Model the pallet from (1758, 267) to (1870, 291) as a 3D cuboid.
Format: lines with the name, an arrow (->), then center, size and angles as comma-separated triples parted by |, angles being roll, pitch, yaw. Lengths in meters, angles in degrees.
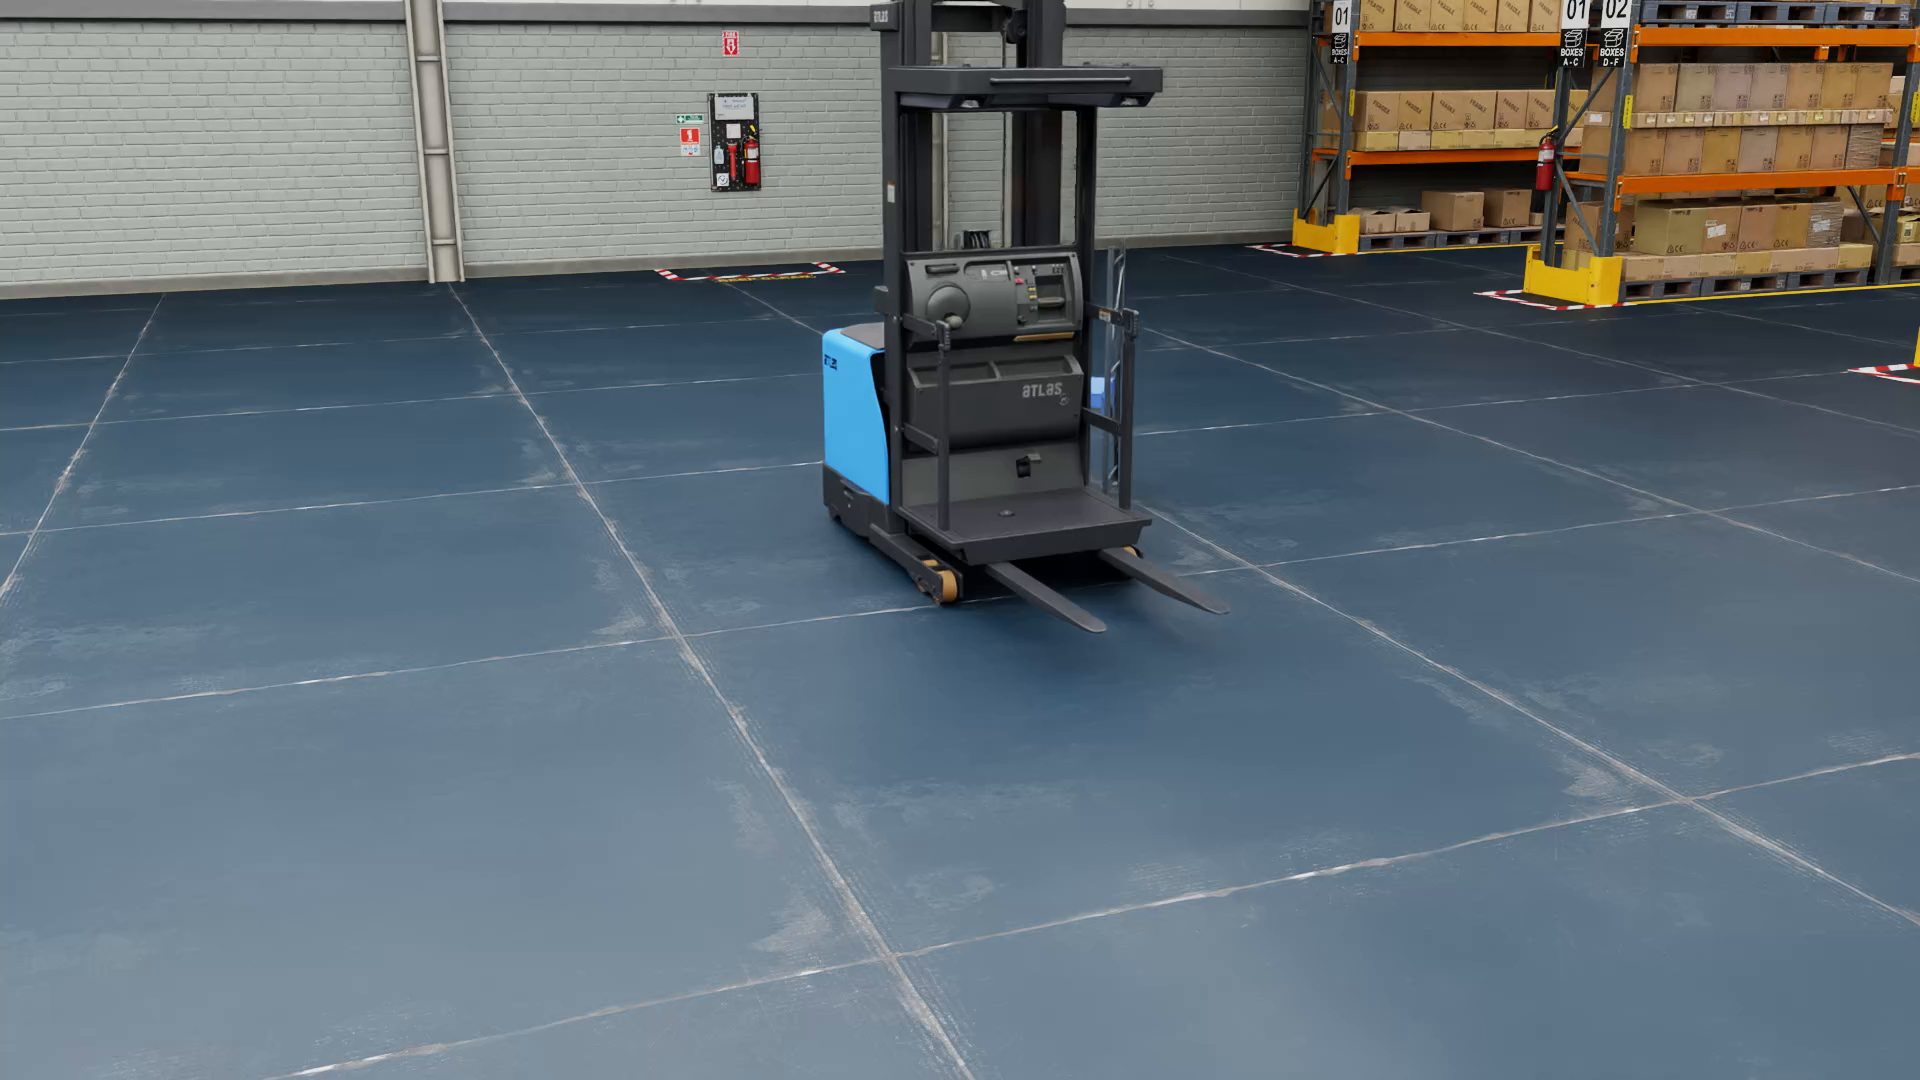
pallet -> 9.621, -3.073, 19.188 | 1.213, 0.211, 1.003 | -6, 17, -20

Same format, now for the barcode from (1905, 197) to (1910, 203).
barcode -> 10.766, -3.869, 18.900 | 0.075, 0.075, 0.001 | -6, 17, -20

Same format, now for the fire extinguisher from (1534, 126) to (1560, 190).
fire extinguisher -> 6.367, -4.150, 18.044 | 0.183, 0.674, 0.296 | -6, 17, -20

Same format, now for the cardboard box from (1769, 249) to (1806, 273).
cardboard box -> 9.091, -3.156, 18.656 | 0.500, 0.250, 0.500 | -6, 17, -20

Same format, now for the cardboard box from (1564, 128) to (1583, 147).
cardboard box -> 8.268, -5.593, 23.052 | 0.500, 0.250, 0.500 | -6, 17, -20

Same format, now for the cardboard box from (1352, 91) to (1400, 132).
cardboard box -> 5.420, -5.646, 21.901 | 0.500, 0.500, 0.500 | -6, 17, -20

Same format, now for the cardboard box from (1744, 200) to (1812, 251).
cardboard box -> 9.087, -3.519, 18.562 | 0.500, 0.500, 0.500 | -6, 17, -20

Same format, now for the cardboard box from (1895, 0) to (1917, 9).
cardboard box -> 10.957, -6.108, 18.773 | 0.500, 0.250, 0.500 | -4, 17, -14

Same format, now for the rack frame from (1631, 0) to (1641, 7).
rack frame -> 6.643, -6.955, 16.812 | 0.127, 3.000, 1.000 | -6, 17, -20

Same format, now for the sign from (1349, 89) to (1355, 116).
sign -> 5.061, -5.652, 21.486 | 0.005, 0.325, 0.100 | -6, 17, -20

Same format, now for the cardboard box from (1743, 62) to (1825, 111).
cardboard box -> 9.027, -5.002, 18.330 | 0.500, 0.500, 0.700 | -6, 17, -20

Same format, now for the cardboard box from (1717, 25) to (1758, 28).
cardboard box -> 11.094, -7.578, 24.039 | 0.637, 0.503, 0.797 | -4, 17, -12

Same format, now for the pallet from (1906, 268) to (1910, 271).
pallet -> 12.193, -3.351, 20.134 | 1.213, 0.211, 1.003 | -6, 17, -20

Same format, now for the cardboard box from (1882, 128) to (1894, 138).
cardboard box -> 13.919, -6.185, 25.246 | 0.250, 0.149, 0.380 | -6, 17, -19

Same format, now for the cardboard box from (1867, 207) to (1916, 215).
cardboard box -> 11.137, -3.802, 19.860 | 0.500, 0.311, 0.500 | -6, 17, -19

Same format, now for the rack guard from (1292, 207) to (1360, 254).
rack guard -> 4.938, -4.188, 22.472 | 0.348, 0.500, 1.175 | -6, 17, -20

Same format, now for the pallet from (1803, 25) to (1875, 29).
pallet -> 12.920, -7.614, 24.713 | 1.003, 0.211, 1.213 | -5, 17, -18

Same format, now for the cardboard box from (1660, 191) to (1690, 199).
cardboard box -> 10.239, -4.979, 24.387 | 0.500, 0.500, 0.700 | -6, 17, -19

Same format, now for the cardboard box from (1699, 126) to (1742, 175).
cardboard box -> 8.038, -4.271, 18.142 | 0.500, 0.500, 0.700 | -6, 17, -20

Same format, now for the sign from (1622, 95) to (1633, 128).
sign -> 6.836, -4.383, 17.025 | 0.005, 0.325, 0.100 | -6, 17, -20

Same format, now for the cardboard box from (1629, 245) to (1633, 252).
cardboard box -> 7.501, -3.144, 18.617 | 0.500, 0.250, 0.500 | -6, 17, -20

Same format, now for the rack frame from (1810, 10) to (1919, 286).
rack frame -> 10.378, -4.480, 19.030 | 0.127, 3.000, 1.000 | -6, 17, -20

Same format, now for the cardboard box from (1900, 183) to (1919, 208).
cardboard box -> 14.683, -5.569, 25.810 | 0.750, 0.750, 0.750 | -6, 17, -18

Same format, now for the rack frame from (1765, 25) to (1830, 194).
rack frame -> 12.337, -6.186, 24.841 | 0.127, 3.000, 1.000 | -6, 17, -20

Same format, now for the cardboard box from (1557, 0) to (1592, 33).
cardboard box -> 8.217, -7.164, 22.632 | 0.500, 0.500, 0.500 | -6, 17, -19

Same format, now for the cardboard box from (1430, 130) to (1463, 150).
cardboard box -> 6.394, -5.389, 22.356 | 0.500, 0.250, 0.500 | -6, 18, -21

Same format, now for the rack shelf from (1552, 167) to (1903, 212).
rack shelf -> 8.511, -3.933, 18.445 | 4.000, 0.370, 1.077 | -6, 17, -20

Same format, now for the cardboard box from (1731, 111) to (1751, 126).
cardboard box -> 8.288, -4.549, 17.937 | 0.250, 0.149, 0.380 | -6, 18, -21

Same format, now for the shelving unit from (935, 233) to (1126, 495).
shelving unit -> 0.421, -1.047, 10.003 | 1.048, 1.500, 0.538 | 4, 17, 13

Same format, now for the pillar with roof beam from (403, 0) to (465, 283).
pillar with roof beam -> -4.454, -6.214, 14.287 | 0.400, 9.000, 9.100 | -6, 17, -20

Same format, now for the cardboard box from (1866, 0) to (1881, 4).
cardboard box -> 13.246, -8.016, 24.789 | 0.500, 0.500, 0.700 | -7, 18, -23

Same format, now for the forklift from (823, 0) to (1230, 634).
forklift -> 0.268, -1.233, 8.095 | 1.130, 2.935, 3.031 | -7, 18, -23

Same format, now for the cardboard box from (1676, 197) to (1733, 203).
cardboard box -> 8.433, -3.606, 18.857 | 0.500, 0.500, 0.500 | -6, 17, -20

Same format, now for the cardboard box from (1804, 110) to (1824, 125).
cardboard box -> 9.250, -4.653, 18.292 | 0.250, 0.149, 0.380 | -6, 17, -20

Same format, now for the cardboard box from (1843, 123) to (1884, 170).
cardboard box -> 9.966, -4.482, 18.858 | 0.500, 0.500, 0.700 | -7, 18, -22

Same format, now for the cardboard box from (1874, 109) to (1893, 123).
cardboard box -> 10.201, -4.755, 18.640 | 0.250, 0.149, 0.380 | -6, 17, -20

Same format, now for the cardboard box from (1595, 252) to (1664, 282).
cardboard box -> 7.223, -2.954, 17.970 | 0.500, 0.250, 0.500 | -6, 17, -20

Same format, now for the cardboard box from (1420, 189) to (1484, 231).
cardboard box -> 6.781, -4.556, 22.944 | 0.500, 0.500, 0.700 | -7, 18, -24

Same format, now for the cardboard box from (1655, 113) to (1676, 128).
cardboard box -> 7.332, -4.446, 17.587 | 0.250, 0.149, 0.380 | -7, 18, -22

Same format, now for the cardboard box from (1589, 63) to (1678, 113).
cardboard box -> 7.133, -4.796, 17.627 | 0.500, 0.500, 0.700 | -6, 17, -20

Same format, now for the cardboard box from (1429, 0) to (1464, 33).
cardboard box -> 6.266, -6.943, 21.880 | 0.500, 0.500, 0.500 | -5, 17, -18

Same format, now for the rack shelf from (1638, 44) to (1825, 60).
rack shelf -> 10.470, -7.079, 23.833 | 4.000, 0.370, 1.077 | -6, 17, -20

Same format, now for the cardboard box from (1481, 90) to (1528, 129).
cardboard box -> 7.333, -5.852, 22.601 | 0.500, 0.500, 0.500 | -7, 18, -22

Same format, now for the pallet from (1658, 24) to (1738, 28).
pallet -> 10.184, -7.272, 23.547 | 1.003, 0.211, 1.213 | -6, 17, -20
